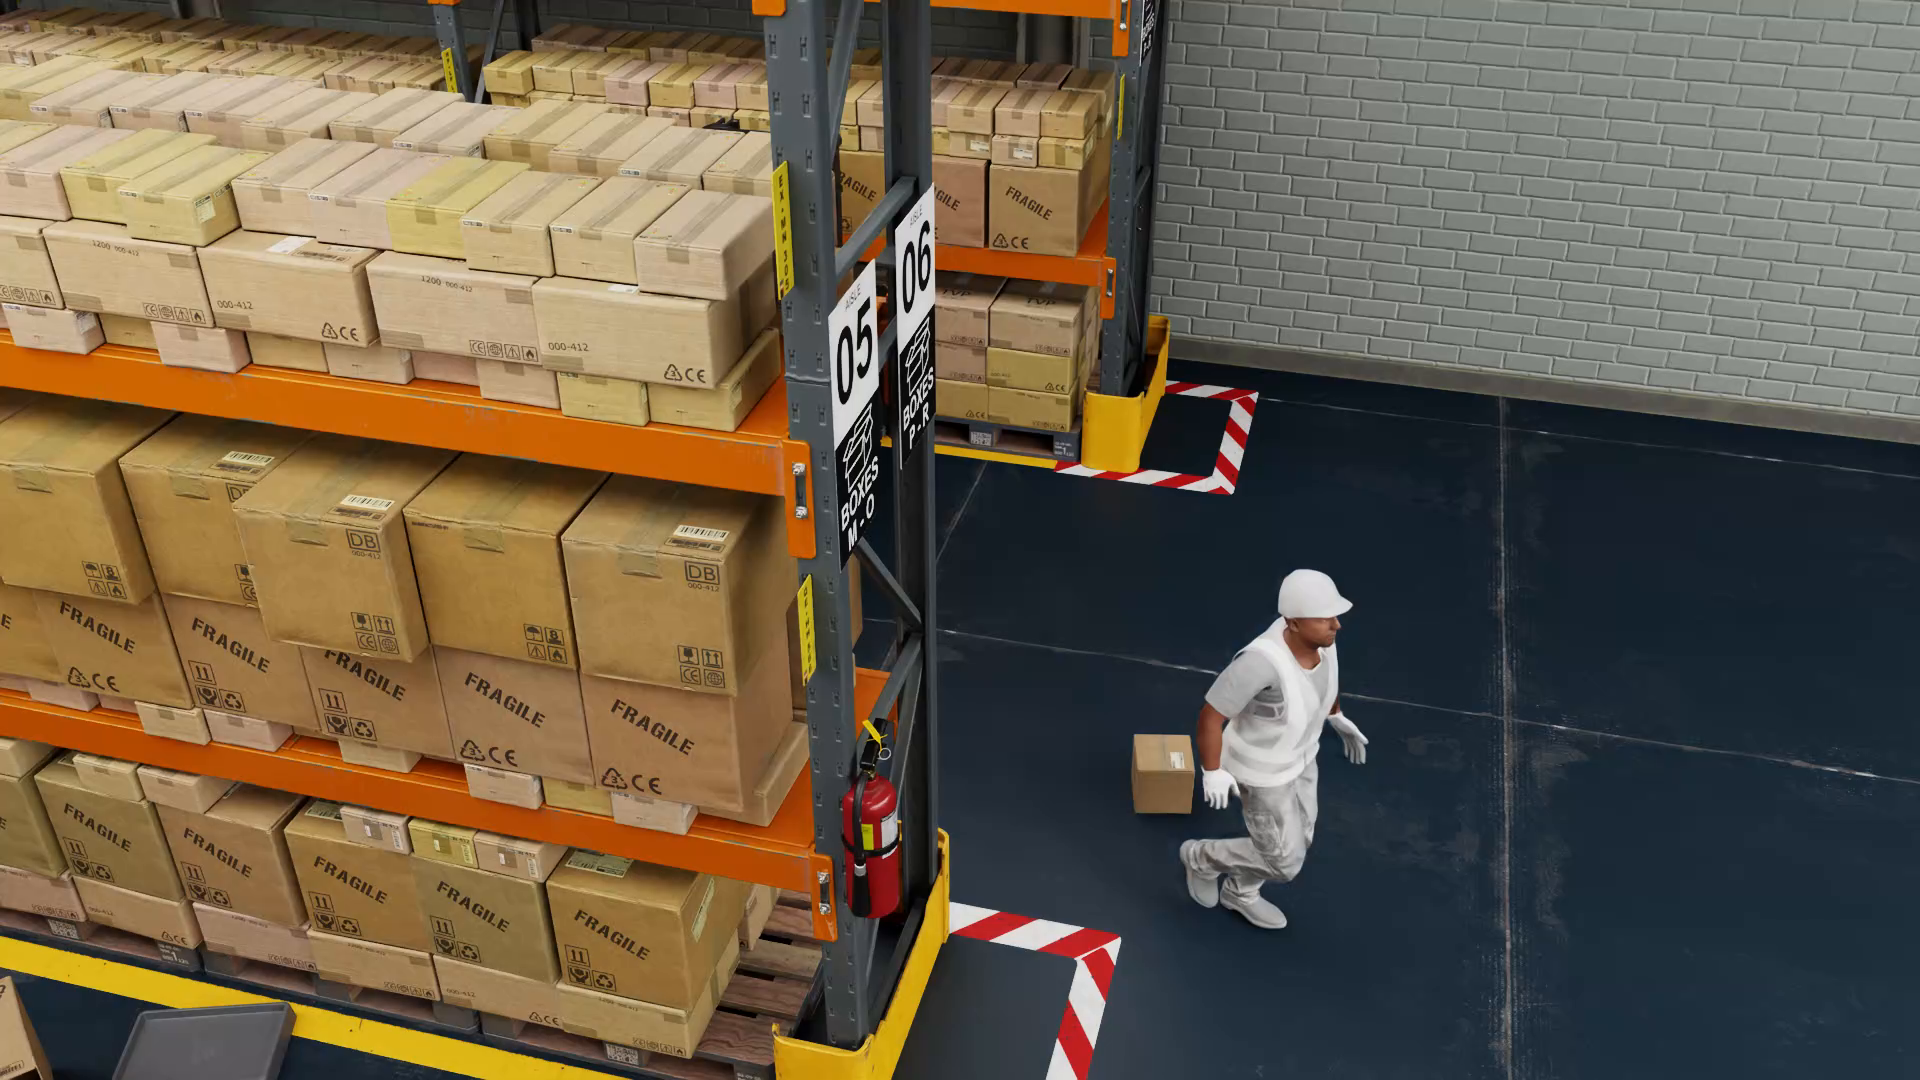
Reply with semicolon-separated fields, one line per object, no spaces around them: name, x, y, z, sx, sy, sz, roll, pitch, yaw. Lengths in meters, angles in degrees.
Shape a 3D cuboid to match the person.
person;1.185;0.824;6.398;0.575;1.718;0.711;24;40;33
